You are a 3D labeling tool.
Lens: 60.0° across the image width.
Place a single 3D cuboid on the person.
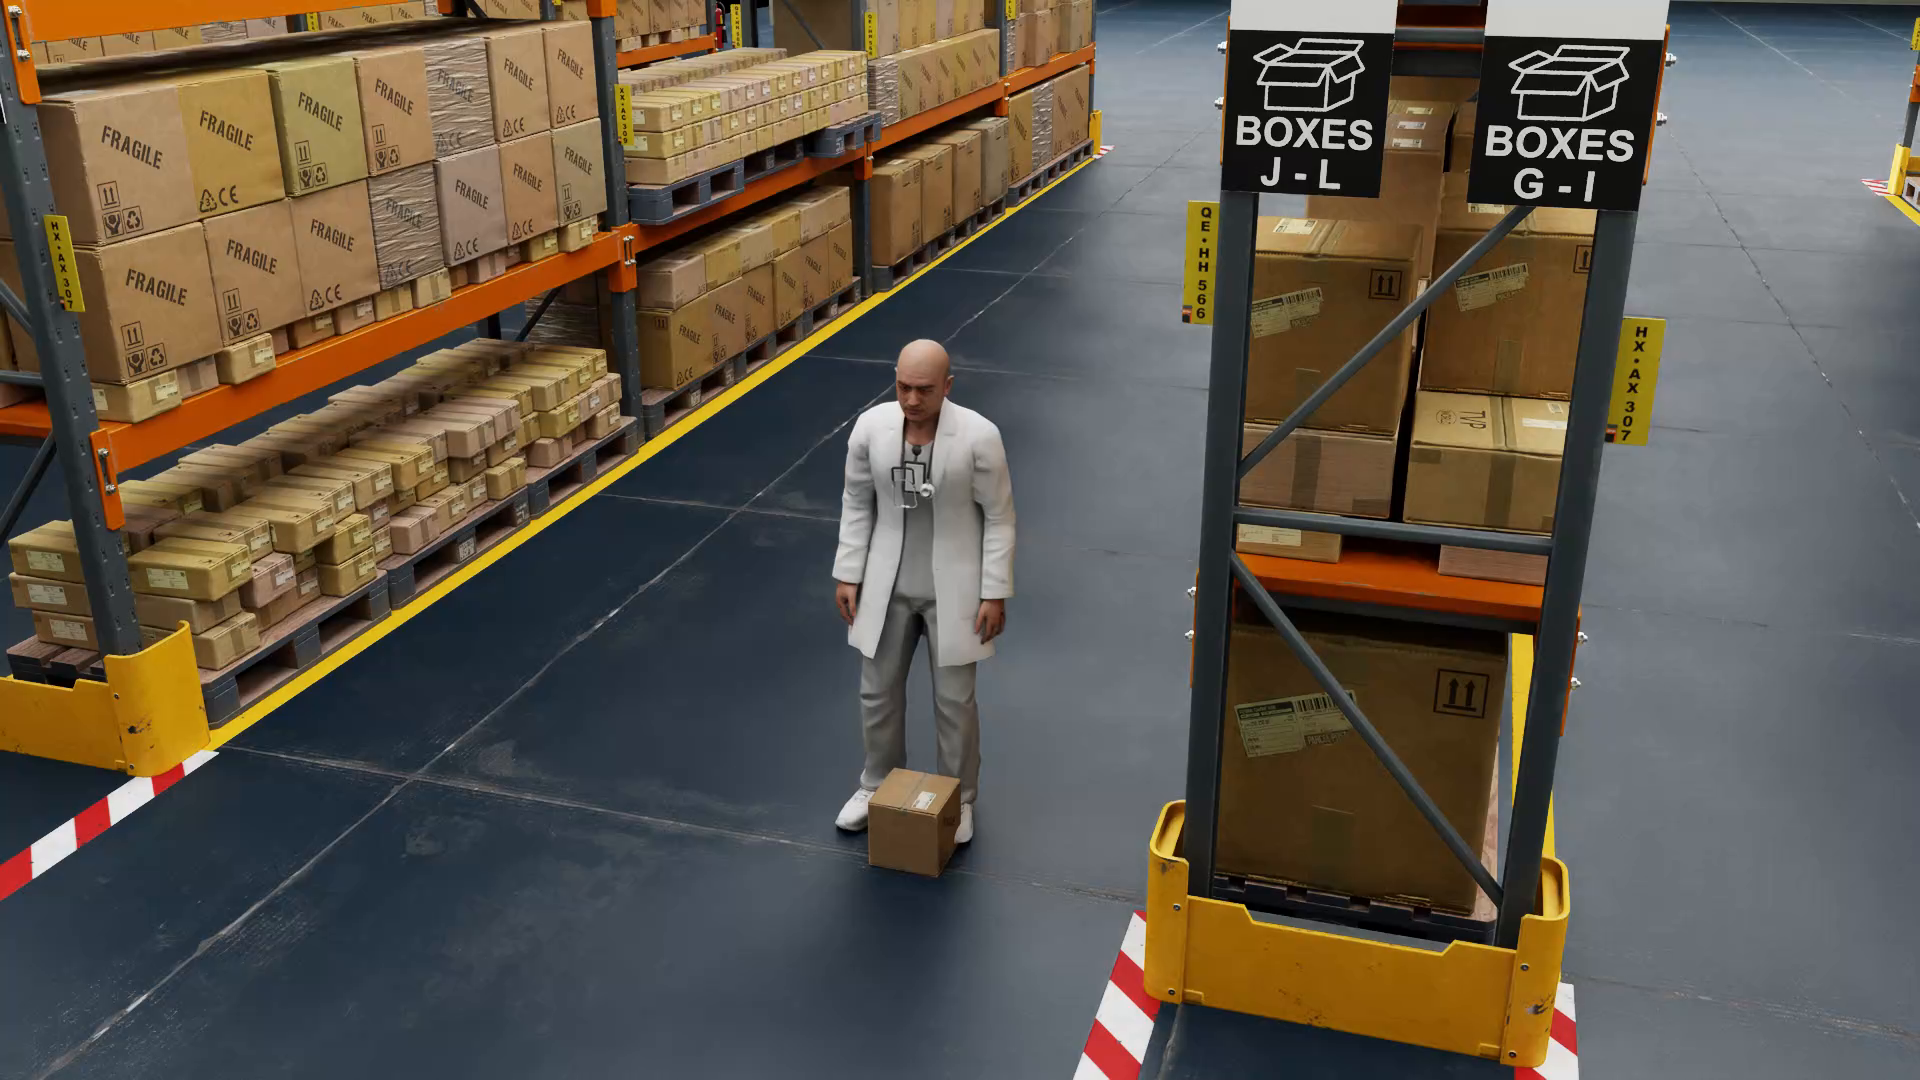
[{"bbox_3d":[-0.126,0.171,5.677,0.644,1.774,0.427,6,22,15],"label":"person"}]
